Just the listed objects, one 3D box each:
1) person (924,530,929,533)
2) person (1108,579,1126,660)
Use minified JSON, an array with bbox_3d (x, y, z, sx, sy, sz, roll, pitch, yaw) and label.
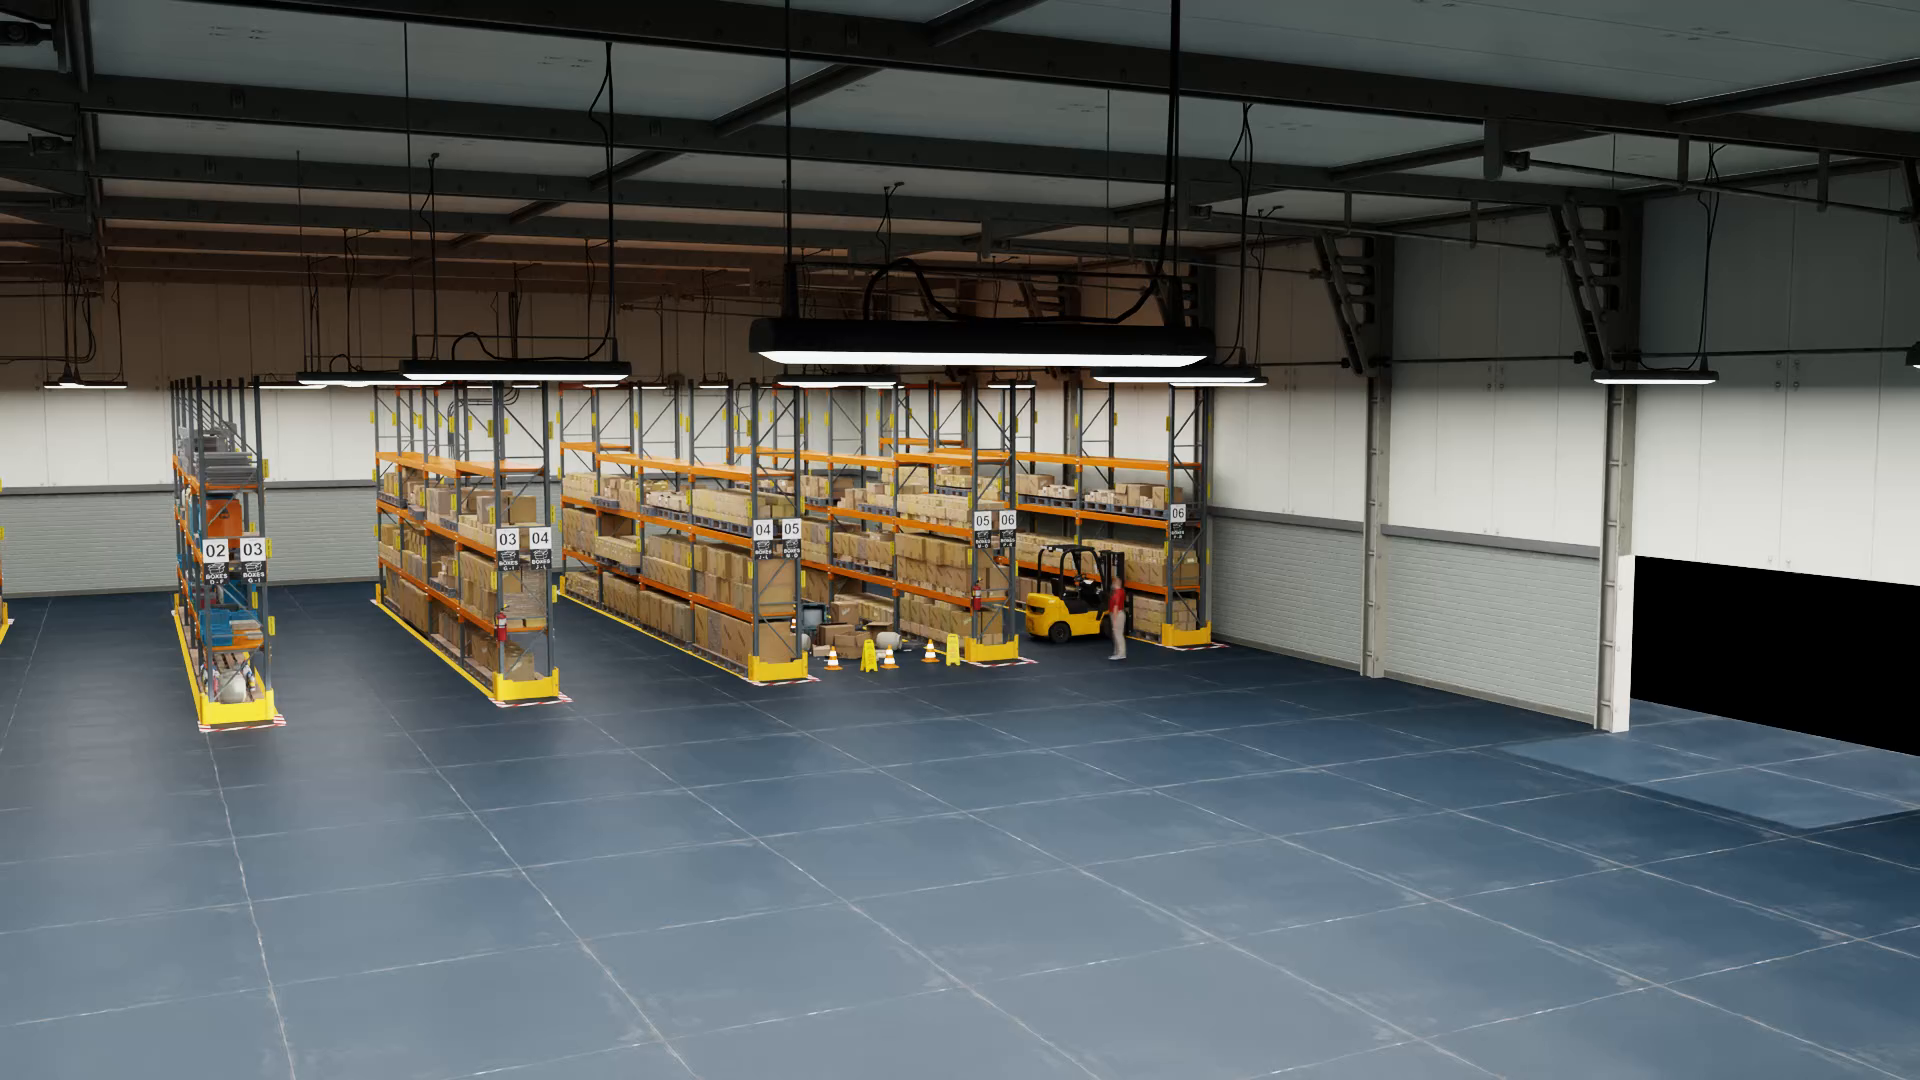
[{"bbox_3d":[-0.908,0.562,45.562,0.405,1.749,0.578,-5,7,-44],"label":"person"},{"bbox_3d":[3.356,1.700,35.702,0.393,1.763,0.644,0,5,1],"label":"person"}]
